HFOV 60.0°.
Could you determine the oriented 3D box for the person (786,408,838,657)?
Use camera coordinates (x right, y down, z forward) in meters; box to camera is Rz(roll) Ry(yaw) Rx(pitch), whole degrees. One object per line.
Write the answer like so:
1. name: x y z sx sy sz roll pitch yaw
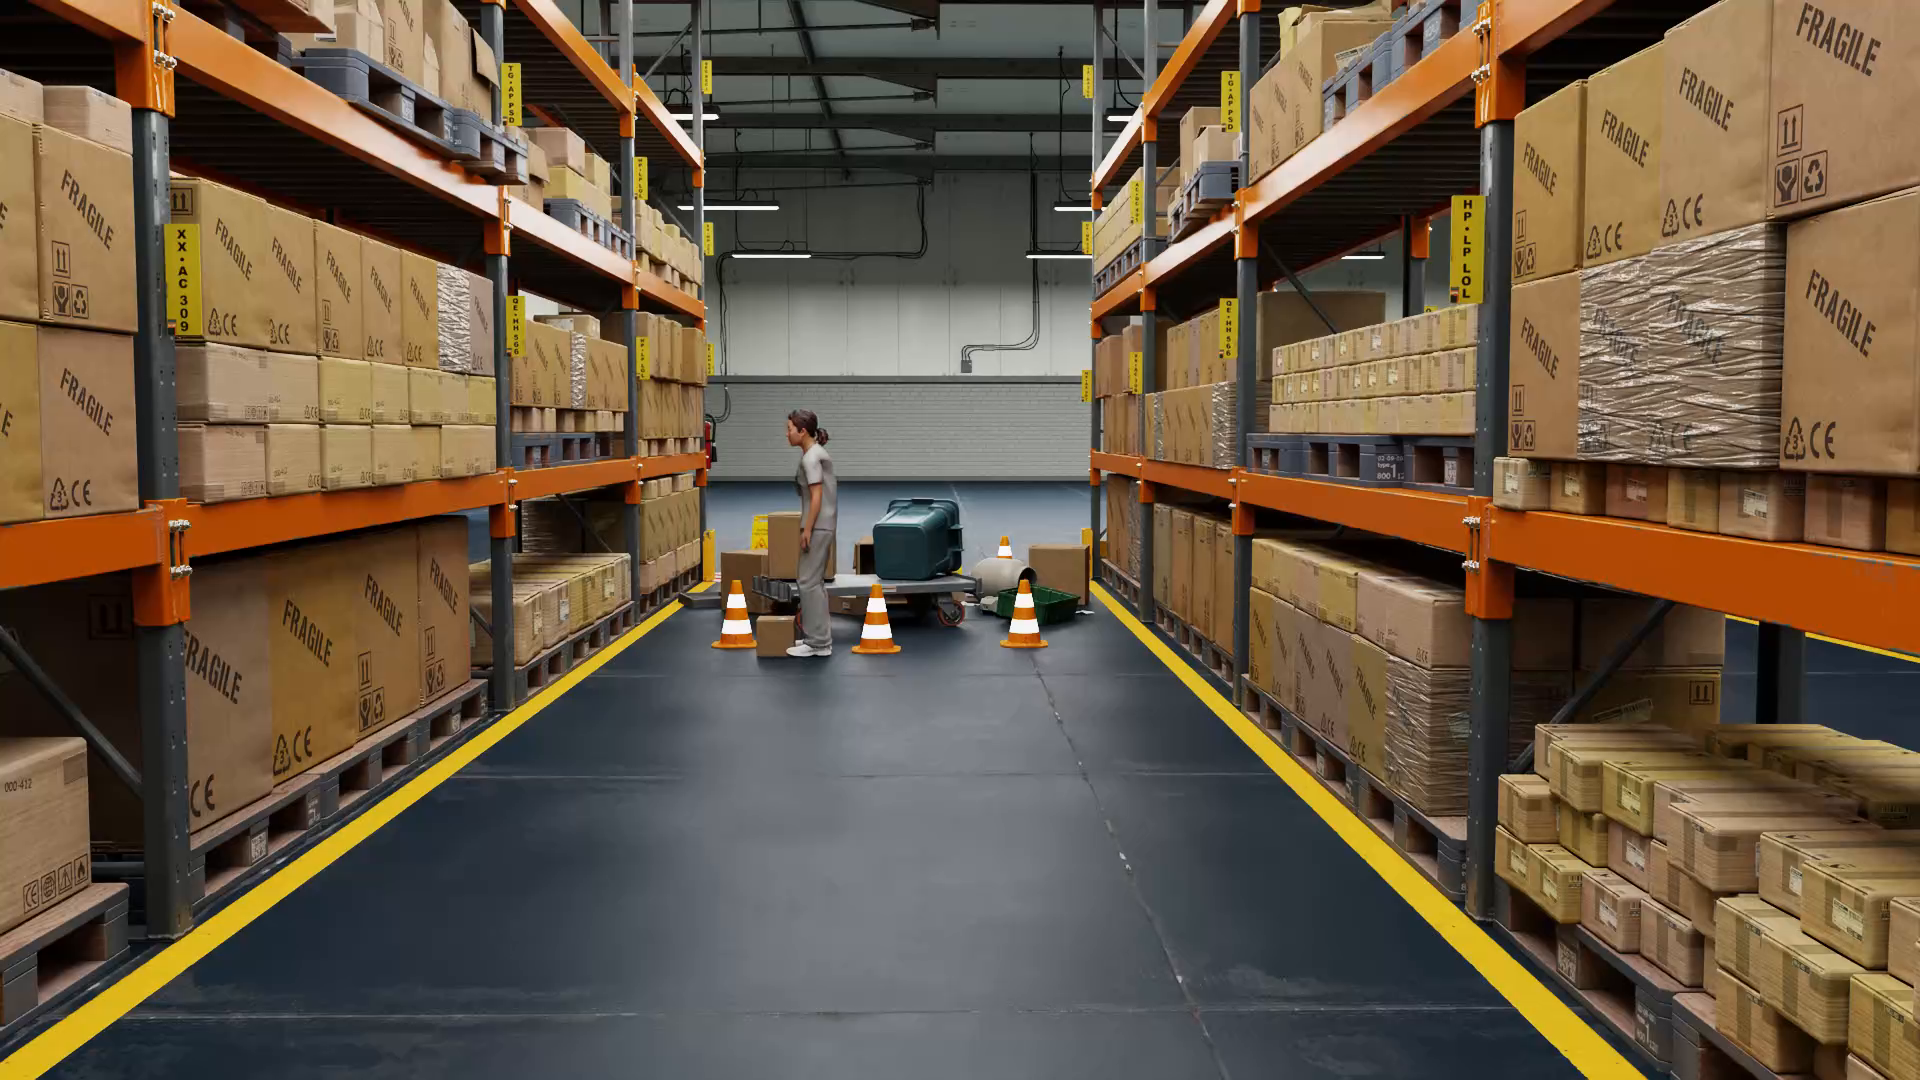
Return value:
1. person: -1.004 -0.049 11.284 0.351 1.659 0.501 0 4 -3
